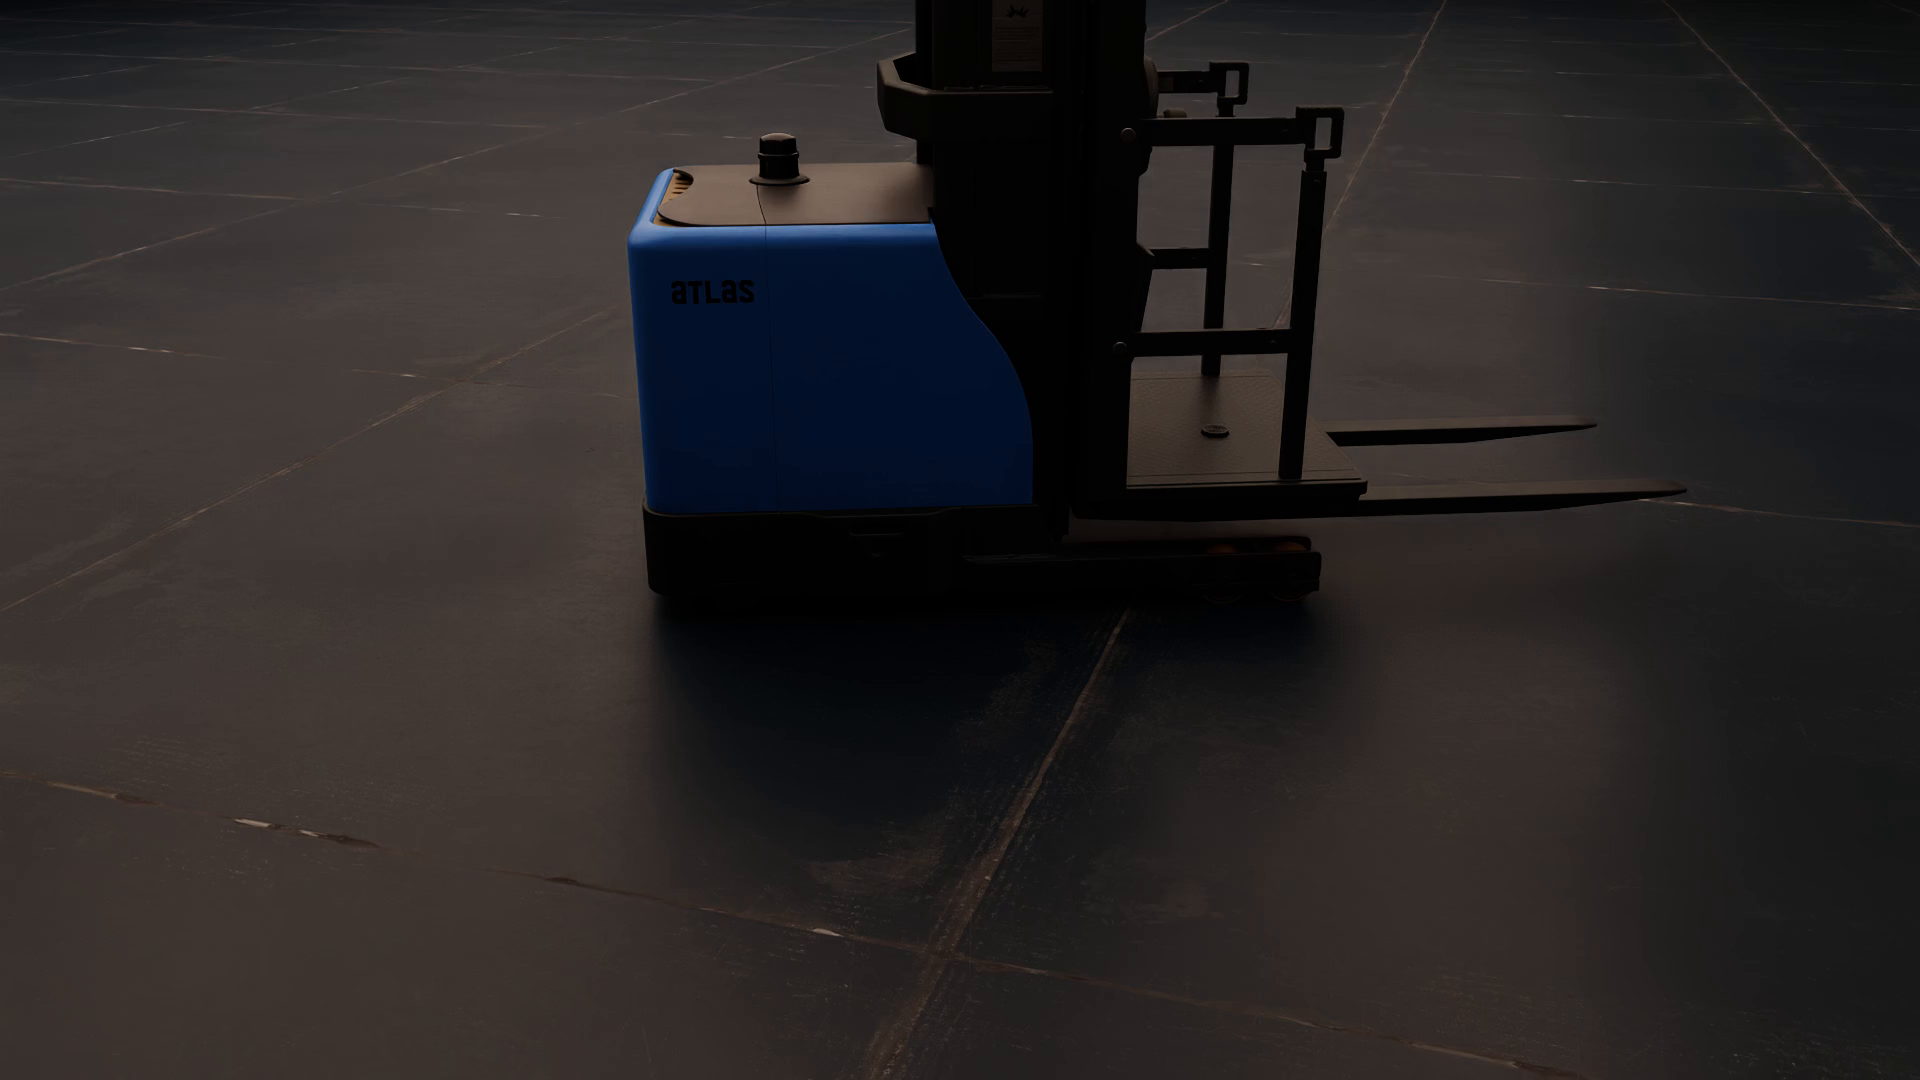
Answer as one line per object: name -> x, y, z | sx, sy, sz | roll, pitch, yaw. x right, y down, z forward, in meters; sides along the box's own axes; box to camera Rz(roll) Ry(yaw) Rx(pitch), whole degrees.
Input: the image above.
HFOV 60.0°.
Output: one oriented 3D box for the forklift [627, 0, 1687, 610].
forklift -> 0.606, -1.374, 4.608 | 3.031, 2.935, 1.130 | -2, 23, -4
